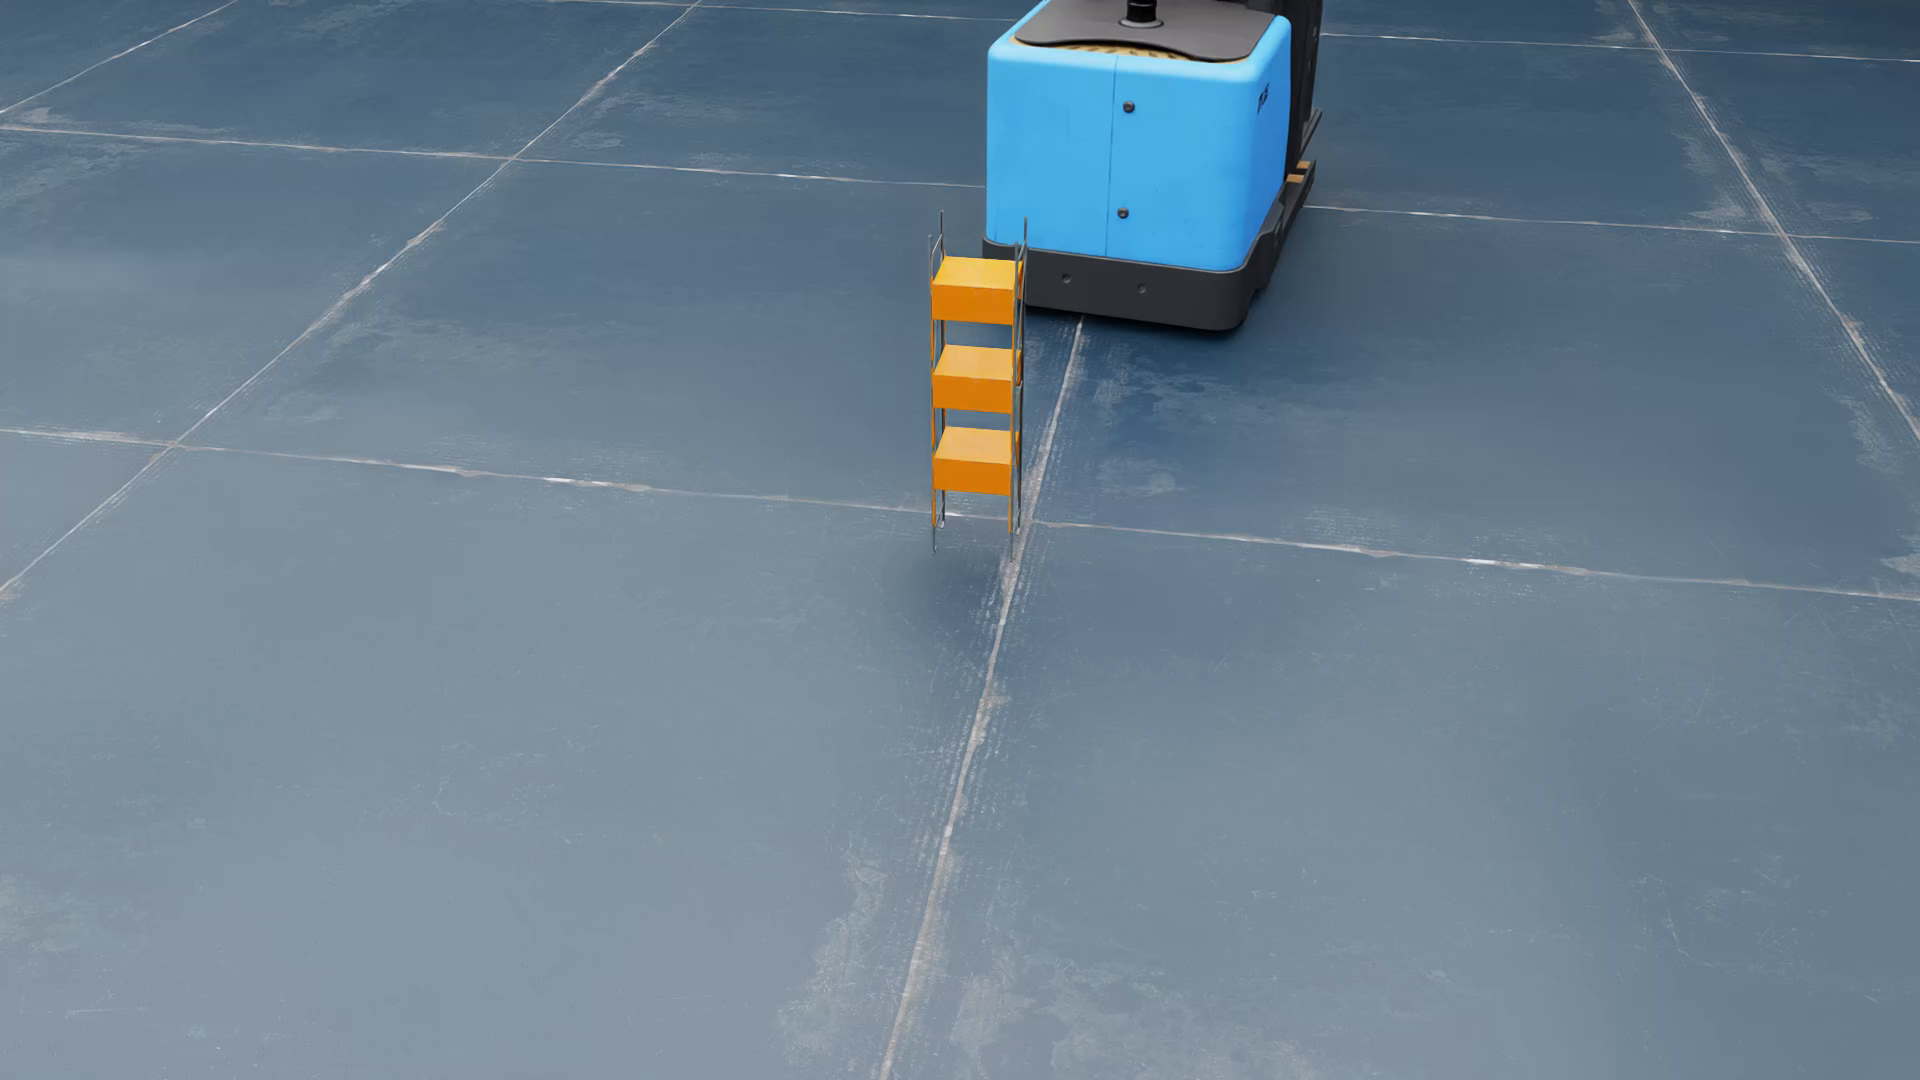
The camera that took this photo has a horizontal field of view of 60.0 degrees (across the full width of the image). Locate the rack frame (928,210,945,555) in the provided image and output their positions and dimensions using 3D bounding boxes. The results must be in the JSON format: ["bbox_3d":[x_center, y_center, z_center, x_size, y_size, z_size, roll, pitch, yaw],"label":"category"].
[{"bbox_3d":[-0.068,-0.451,4.981,0.008,1.050,0.200,5,32,8],"label":"rack frame"}]

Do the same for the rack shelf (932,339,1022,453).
[{"bbox_3d":[0.053,-0.431,4.969,0.240,0.259,0.215,5,32,8],"label":"rack shelf"}]

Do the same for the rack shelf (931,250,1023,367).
[{"bbox_3d":[0.053,-0.672,4.819,0.240,0.259,0.215,5,32,8],"label":"rack shelf"}]

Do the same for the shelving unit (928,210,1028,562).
[{"bbox_3d":[0.053,-0.440,4.964,0.252,1.050,0.215,5,32,8],"label":"shelving unit"}]

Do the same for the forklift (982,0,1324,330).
[{"bbox_3d":[1.040,-2.823,6.998,1.130,2.935,3.031,10,33,16],"label":"forklift"}]

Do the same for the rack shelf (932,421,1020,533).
[{"bbox_3d":[0.053,-0.196,5.117,0.240,0.259,0.215,5,32,8],"label":"rack shelf"}]

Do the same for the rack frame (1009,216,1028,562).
[{"bbox_3d":[0.173,-0.429,4.946,0.008,1.050,0.200,5,32,8],"label":"rack frame"}]
